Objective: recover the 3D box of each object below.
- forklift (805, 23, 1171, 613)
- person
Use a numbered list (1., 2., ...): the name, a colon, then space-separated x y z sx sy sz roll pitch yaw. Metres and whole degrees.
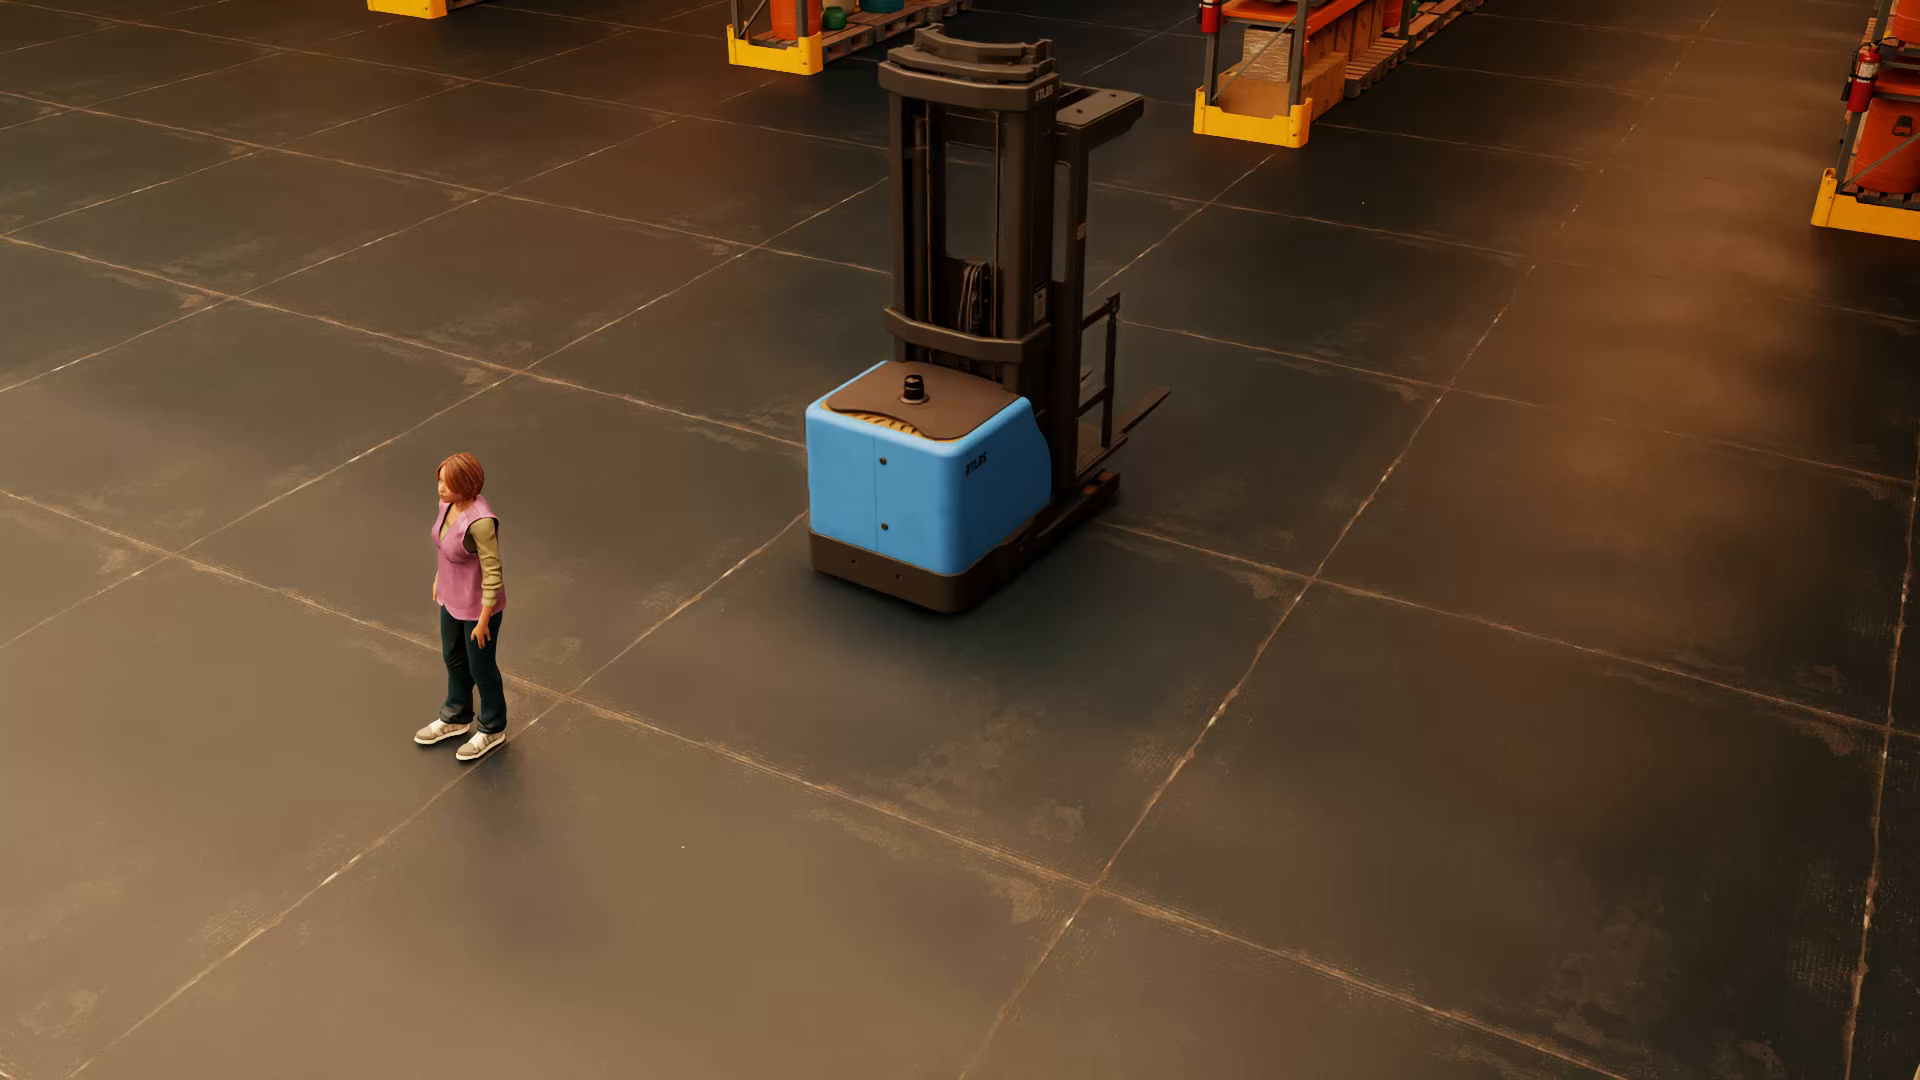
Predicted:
1. forklift: 0.345 -1.562 9.777 1.130 2.935 3.031 18 34 28
2. person: -2.373 0.329 7.821 0.475 1.596 0.520 -22 37 -33
